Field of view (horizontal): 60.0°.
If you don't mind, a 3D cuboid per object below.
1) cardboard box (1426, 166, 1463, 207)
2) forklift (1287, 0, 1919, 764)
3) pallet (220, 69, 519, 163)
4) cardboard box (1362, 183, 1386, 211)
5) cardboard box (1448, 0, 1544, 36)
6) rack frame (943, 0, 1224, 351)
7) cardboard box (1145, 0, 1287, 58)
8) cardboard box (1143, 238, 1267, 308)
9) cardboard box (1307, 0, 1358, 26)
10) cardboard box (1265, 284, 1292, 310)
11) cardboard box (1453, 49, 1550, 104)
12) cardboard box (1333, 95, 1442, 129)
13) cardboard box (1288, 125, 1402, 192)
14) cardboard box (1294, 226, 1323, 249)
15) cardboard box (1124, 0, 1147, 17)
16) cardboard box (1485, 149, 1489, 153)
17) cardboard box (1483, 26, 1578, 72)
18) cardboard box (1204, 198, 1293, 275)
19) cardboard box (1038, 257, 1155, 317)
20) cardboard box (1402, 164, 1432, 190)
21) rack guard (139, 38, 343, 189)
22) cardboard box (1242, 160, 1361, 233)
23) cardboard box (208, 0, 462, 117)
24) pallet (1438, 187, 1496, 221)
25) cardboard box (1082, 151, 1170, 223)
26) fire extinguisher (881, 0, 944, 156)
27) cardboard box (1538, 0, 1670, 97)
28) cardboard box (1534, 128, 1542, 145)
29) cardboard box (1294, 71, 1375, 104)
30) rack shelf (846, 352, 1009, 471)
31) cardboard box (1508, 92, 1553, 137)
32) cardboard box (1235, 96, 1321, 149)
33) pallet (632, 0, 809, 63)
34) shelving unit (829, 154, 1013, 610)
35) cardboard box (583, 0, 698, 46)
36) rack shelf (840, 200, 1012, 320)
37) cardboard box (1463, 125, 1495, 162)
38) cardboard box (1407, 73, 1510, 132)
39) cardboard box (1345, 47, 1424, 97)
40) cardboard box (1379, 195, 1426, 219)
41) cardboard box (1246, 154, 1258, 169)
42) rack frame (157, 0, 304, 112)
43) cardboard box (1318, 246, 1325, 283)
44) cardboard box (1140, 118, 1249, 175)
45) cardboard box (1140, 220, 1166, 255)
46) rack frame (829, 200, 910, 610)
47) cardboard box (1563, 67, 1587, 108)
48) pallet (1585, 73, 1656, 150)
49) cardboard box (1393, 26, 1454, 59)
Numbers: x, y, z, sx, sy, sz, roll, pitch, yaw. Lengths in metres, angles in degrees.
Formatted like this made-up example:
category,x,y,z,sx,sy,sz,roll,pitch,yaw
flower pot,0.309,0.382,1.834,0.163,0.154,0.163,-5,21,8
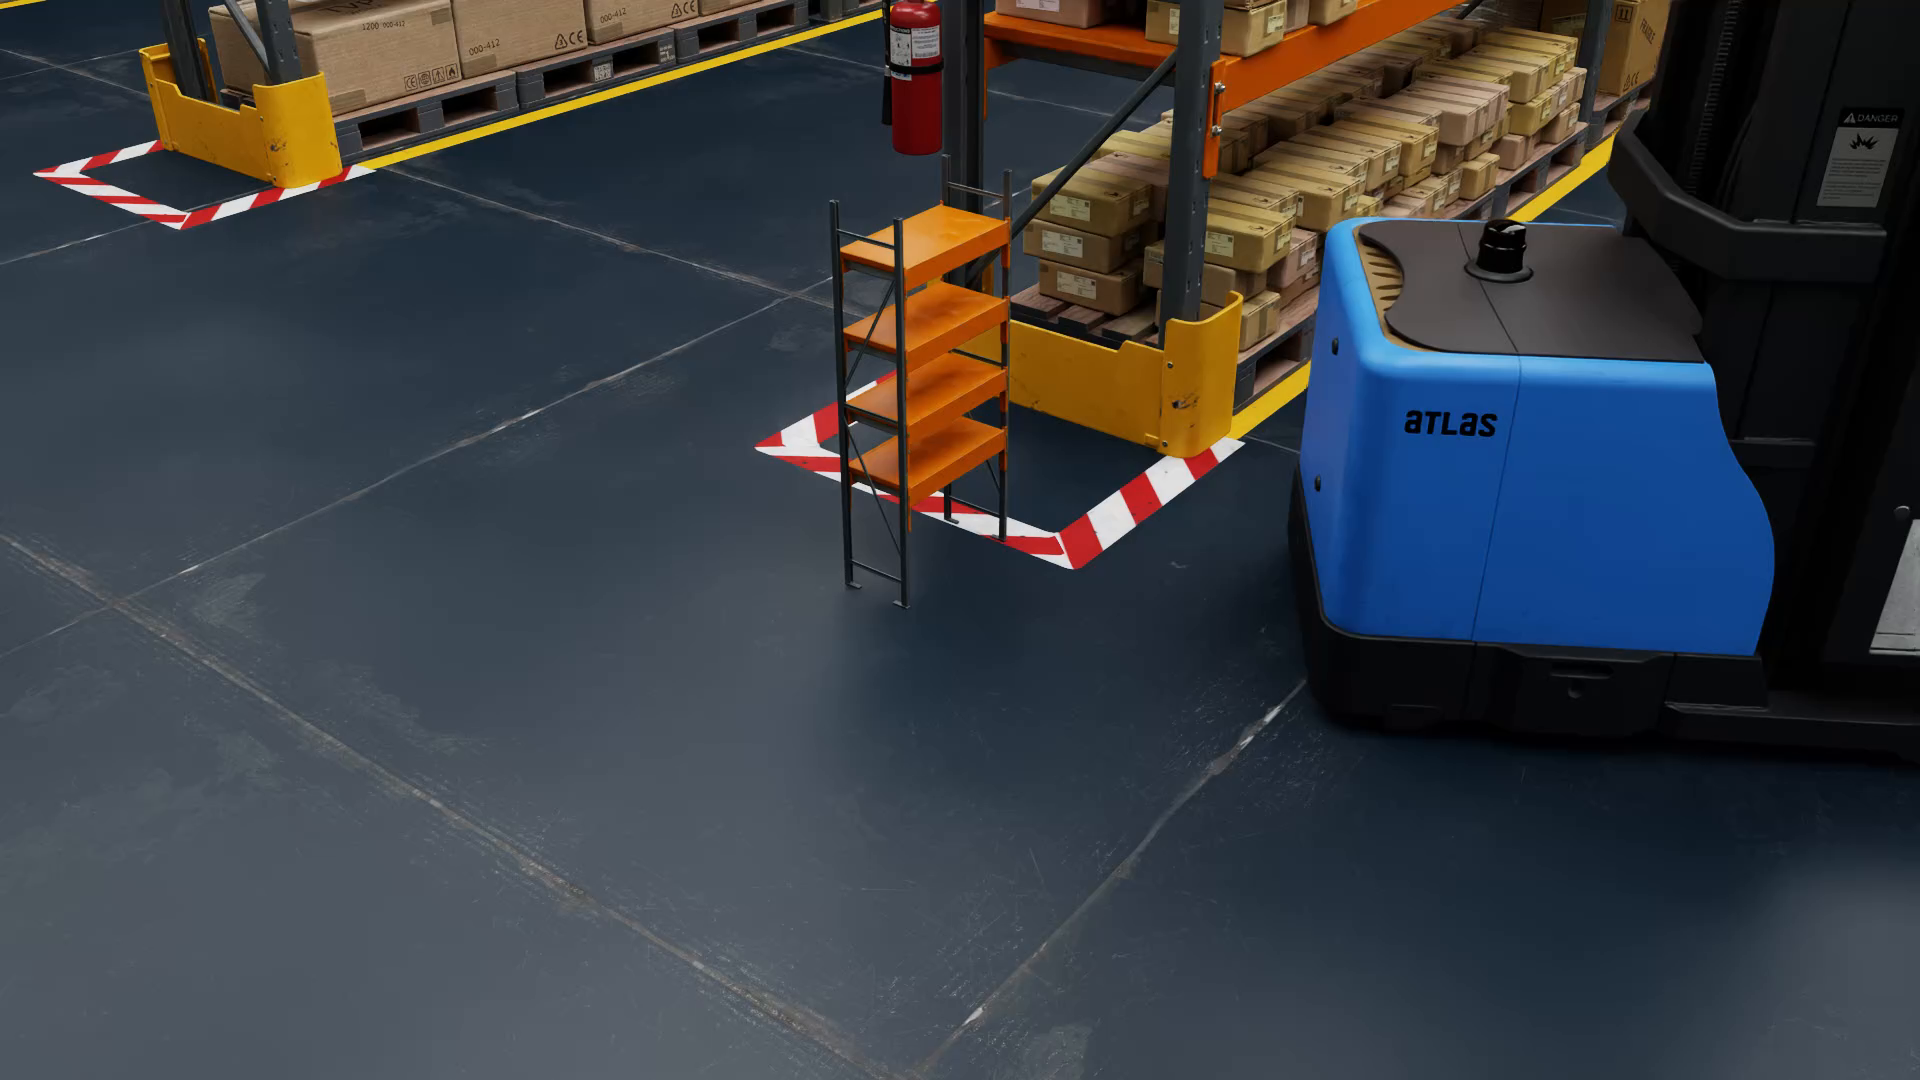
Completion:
category,x,y,z,sx,sy,sz,roll,pitch,yaw
cardboard box,1.989,-1.586,7.368,0.380,0.149,0.250,22,37,32
forklift,2.482,-0.940,3.961,3.031,2.935,1.130,3,31,5
pallet,-3.212,-2.408,9.106,1.003,0.211,1.213,21,37,31
cardboard box,1.509,-1.421,6.798,0.380,0.149,0.250,19,36,29
cardboard box,3.036,-2.885,9.217,0.500,0.500,0.500,20,36,30
rack frame,0.375,-1.776,5.304,1.000,3.000,0.127,21,37,31
cardboard box,0.832,-1.699,5.420,0.380,0.149,0.250,21,36,31
cardboard box,0.896,-0.992,6.074,0.380,0.149,0.250,23,38,33
cardboard box,1.158,-1.908,5.773,0.380,0.149,0.250,20,36,30
cardboard box,1.039,-0.976,6.339,0.380,0.149,0.250,21,37,31
cardboard box,2.515,-2.168,7.767,0.380,0.149,0.250,21,36,31
cardboard box,1.816,-1.767,7.090,0.380,0.149,0.250,21,37,31
cardboard box,1.546,-1.543,6.712,0.380,0.149,0.250,23,37,33
cardboard box,1.184,-1.213,6.447,0.380,0.149,0.250,22,37,32
cardboard box,0.527,-1.977,5.890,0.380,0.149,0.250,21,37,31
cardboard box,2.237,-1.815,7.755,0.380,0.149,0.250,20,36,30
cardboard box,2.783,-2.387,8.137,0.380,0.149,0.250,22,37,33
cardboard box,0.962,-1.094,5.955,0.380,0.149,0.250,19,36,29
cardboard box,0.527,-1.008,6.394,0.380,0.149,0.250,22,37,32
cardboard box,1.811,-1.650,7.185,0.380,0.149,0.250,23,38,33
rack guard,-3.647,-2.173,8.427,1.175,0.500,0.348,21,37,31
cardboard box,1.287,-1.307,6.313,0.380,0.149,0.250,21,37,31
cardboard box,-3.314,-2.636,8.856,0.875,0.438,0.875,20,36,30
pallet,1.677,-1.420,7.439,1.003,0.211,1.213,21,37,31
cardboard box,0.690,-1.364,6.410,0.380,0.149,0.250,22,37,32
fire extinguisher,-0.145,-1.622,5.486,0.296,0.674,0.183,21,37,31
cardboard box,3.447,-2.726,8.947,0.500,0.500,0.500,23,37,33
cardboard box,2.601,-2.012,8.087,0.380,0.149,0.250,22,37,33
cardboard box,1.633,-1.996,7.478,0.380,0.149,0.250,19,36,29
rack shelf,-0.100,-0.391,4.865,0.258,0.148,0.480,21,37,31
cardboard box,2.552,-2.030,7.826,0.380,0.149,0.250,20,36,30
cardboard box,1.317,-1.793,7.134,0.380,0.149,0.250,20,36,30
pallet,-1.739,-3.399,10.779,1.003,0.211,1.213,21,37,31
shelving unit,-0.100,-0.449,4.830,0.258,1.200,0.503,21,37,31
cardboard box,-2.222,-3.376,10.106,0.875,0.438,0.875,20,36,30
rack shelf,-0.100,-0.787,4.630,0.258,0.148,0.480,21,37,31
cardboard box,2.184,-1.849,7.520,0.380,0.149,0.250,22,37,32
cardboard box,2.207,-1.948,7.395,0.380,0.149,0.250,19,36,29
cardboard box,1.950,-2.211,7.839,0.380,0.149,0.250,20,36,30
cardboard box,1.723,-1.357,6.982,0.380,0.149,0.250,19,36,29
cardboard box,1.081,-1.587,7.078,0.380,0.149,0.250,22,37,32
rack frame,-3.632,-3.258,7.806,1.000,3.000,0.127,21,37,31
cardboard box,1.426,-1.149,6.632,0.380,0.149,0.250,22,37,32
cardboard box,0.952,-1.594,6.798,0.380,0.149,0.250,20,36,29
cardboard box,0.667,-1.250,6.510,0.380,0.149,0.250,20,36,30
rack frame,-0.247,-0.350,4.663,0.240,1.200,0.015,21,37,31
cardboard box,2.853,-2.258,8.211,0.380,0.149,0.250,22,37,32
pallet,3.259,-2.519,9.294,1.003,0.211,1.213,21,37,31
cardboard box,2.203,-2.442,8.229,0.380,0.149,0.250,23,38,34
